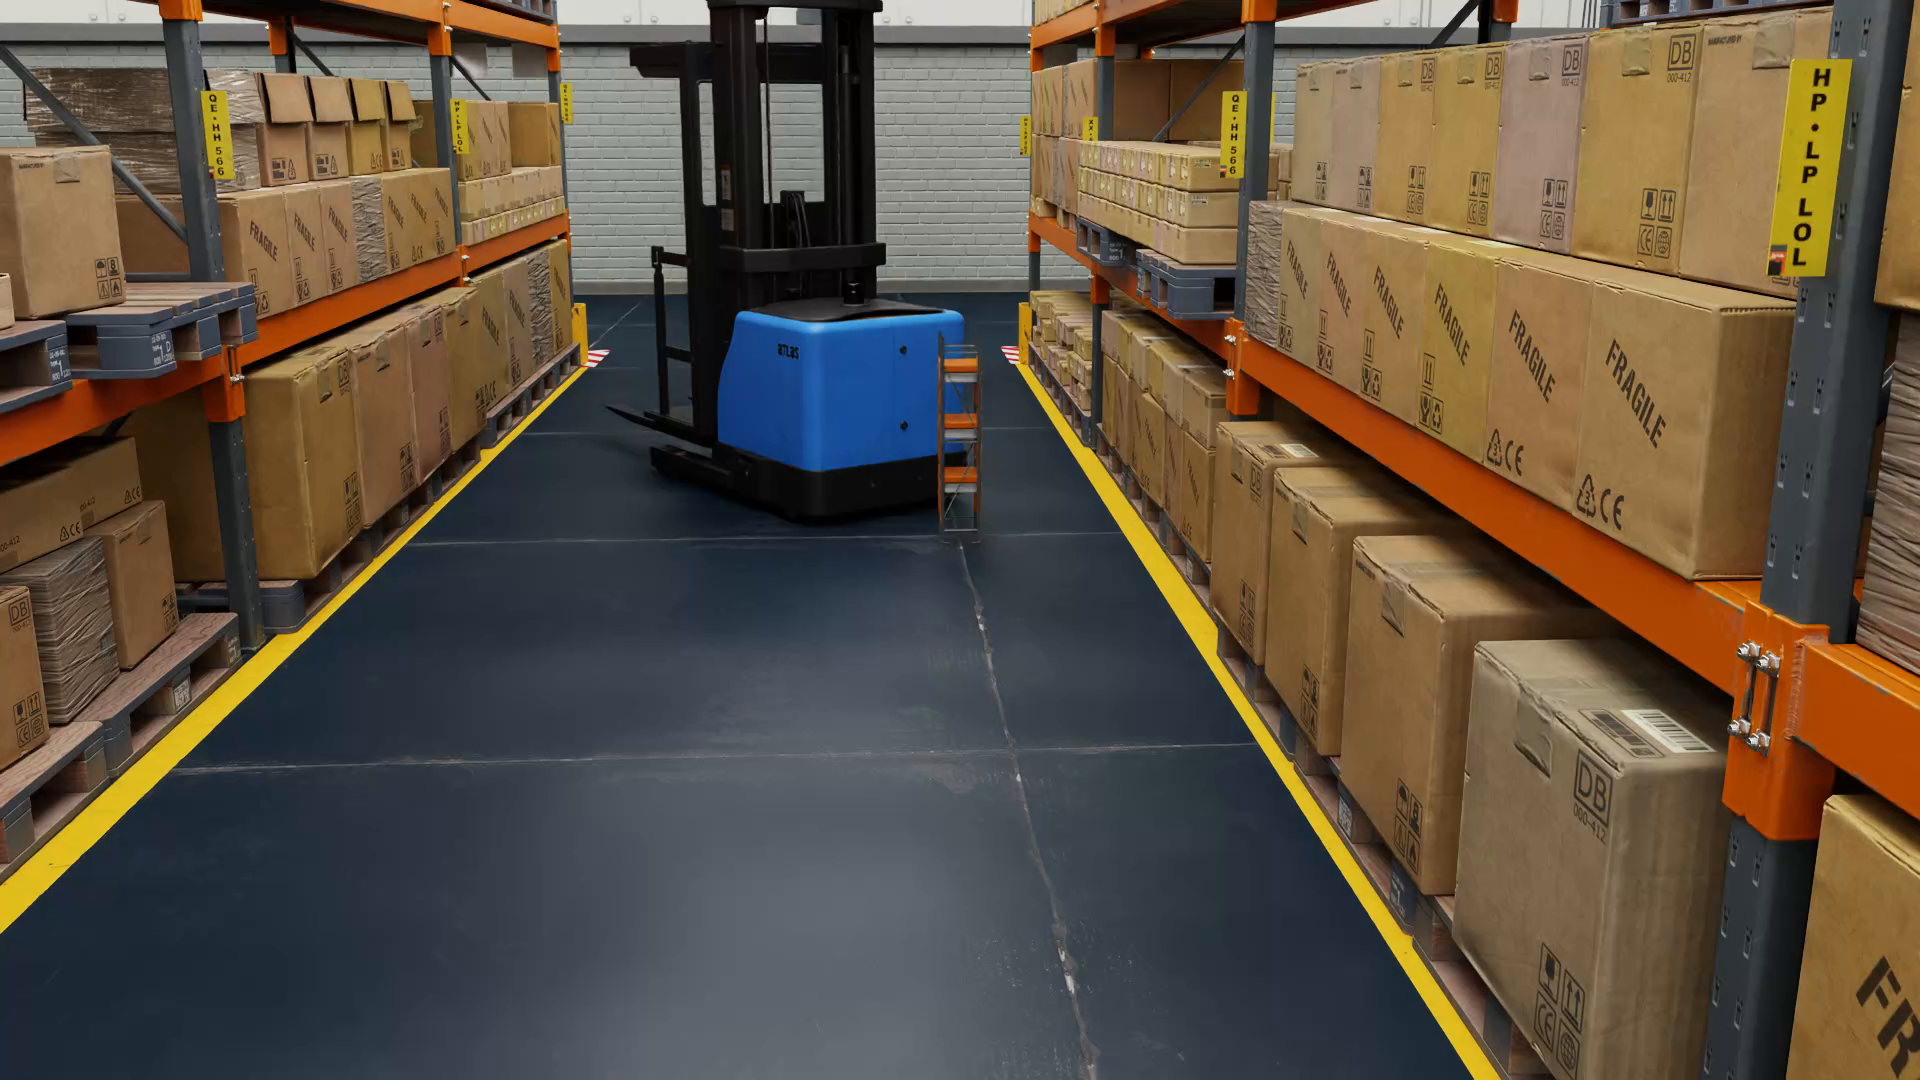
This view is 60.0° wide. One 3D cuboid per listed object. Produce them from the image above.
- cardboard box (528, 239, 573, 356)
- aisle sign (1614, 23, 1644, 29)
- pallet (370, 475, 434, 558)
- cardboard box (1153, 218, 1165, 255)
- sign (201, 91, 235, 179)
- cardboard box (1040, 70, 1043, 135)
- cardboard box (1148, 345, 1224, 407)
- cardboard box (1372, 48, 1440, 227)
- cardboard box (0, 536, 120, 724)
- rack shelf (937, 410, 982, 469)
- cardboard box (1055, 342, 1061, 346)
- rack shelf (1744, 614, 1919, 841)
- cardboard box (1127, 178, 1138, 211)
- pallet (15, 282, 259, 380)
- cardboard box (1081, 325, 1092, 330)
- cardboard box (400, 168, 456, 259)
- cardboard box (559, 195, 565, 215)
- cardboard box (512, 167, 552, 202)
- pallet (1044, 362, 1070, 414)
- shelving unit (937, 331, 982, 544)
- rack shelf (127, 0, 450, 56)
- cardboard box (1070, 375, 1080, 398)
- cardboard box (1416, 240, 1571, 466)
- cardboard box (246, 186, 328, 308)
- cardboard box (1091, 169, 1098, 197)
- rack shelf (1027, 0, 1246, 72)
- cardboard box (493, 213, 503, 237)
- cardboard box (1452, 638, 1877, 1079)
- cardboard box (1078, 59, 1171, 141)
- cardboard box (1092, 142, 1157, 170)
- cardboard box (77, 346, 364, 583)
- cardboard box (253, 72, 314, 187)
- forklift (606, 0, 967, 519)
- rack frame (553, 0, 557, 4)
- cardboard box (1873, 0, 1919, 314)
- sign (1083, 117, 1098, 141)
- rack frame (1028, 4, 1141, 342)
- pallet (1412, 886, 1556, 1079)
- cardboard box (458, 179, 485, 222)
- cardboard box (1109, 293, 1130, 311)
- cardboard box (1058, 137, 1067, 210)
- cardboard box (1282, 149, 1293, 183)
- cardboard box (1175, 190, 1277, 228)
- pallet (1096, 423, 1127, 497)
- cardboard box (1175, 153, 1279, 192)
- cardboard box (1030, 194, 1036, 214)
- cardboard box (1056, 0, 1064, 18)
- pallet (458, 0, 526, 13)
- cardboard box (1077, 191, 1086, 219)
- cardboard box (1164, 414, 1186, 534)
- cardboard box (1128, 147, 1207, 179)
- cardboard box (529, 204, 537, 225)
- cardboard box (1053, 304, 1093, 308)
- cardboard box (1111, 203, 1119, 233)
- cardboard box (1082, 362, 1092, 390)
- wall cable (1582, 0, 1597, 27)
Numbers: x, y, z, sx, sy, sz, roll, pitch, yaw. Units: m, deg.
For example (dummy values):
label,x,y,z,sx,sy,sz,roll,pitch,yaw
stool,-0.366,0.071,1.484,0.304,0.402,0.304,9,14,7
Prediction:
label,x,y,z,sx,sy,sz,roll,pitch,yaw
cardboard box,-3.733,-2.007,13.728,0.875,0.875,0.875,-1,14,-3
aisle sign,5.744,-4.416,14.453,0.394,0.787,0.004,-1,14,-3
pallet,-3.403,-0.150,8.687,1.003,0.211,1.213,-1,14,-3
cardboard box,1.080,-1.375,7.514,0.380,0.149,0.250,-1,14,-2
sign,-2.816,-1.534,6.304,0.100,0.325,0.005,-1,14,-3
cardboard box,0.905,-3.478,13.218,0.500,0.500,0.500,0,14,-2
cardboard box,1.238,-0.826,8.388,0.500,0.250,0.500,-1,14,-2
cardboard box,1.684,-1.220,5.041,0.700,0.500,0.500,-1,14,-4
cardboard box,-3.248,0.301,5.472,0.700,0.500,0.500,-2,15,-8
rack shelf,-0.003,-0.511,8.450,0.215,0.259,0.240,-1,14,-3
cardboard box,0.955,-1.477,13.125,0.380,0.149,0.250,-1,14,-3
rack shelf,1.971,0.788,0.887,1.077,0.370,4.000,-1,14,-3
cardboard box,1.033,-1.715,8.236,0.380,0.149,0.250,-1,14,-2
pallet,-3.207,-0.732,5.738,1.213,0.211,1.003,-1,14,-3
cardboard box,1.054,-1.433,11.761,0.380,0.149,0.250,0,14,-2
cardboard box,-3.303,-1.932,9.815,0.500,0.500,0.500,-1,14,-3
cardboard box,-3.502,-2.785,13.837,0.380,0.149,0.250,-1,14,-2
cardboard box,-3.527,-2.819,13.169,0.500,0.250,0.500,-1,14,-4
pallet,1.196,-1.167,12.640,1.003,0.211,1.213,-1,14,-3
shelving unit,-0.003,-0.522,8.447,0.215,1.050,0.252,-1,14,-3
rack shelf,-3.481,-2.603,8.046,1.077,0.370,4.000,-1,14,-3
cardboard box,0.974,-1.093,11.633,0.380,0.149,0.250,-1,14,-5
cardboard box,1.486,-0.483,4.183,0.500,0.500,0.500,-1,14,-3
cardboard box,-3.150,-1.303,7.369,0.500,0.500,0.500,-1,14,-5
cardboard box,0.952,-2.039,9.497,0.380,0.149,0.250,-1,14,-2
rack shelf,1.228,-3.649,12.112,1.077,0.370,4.000,-1,14,-3
cardboard box,-3.342,-2.149,11.363,0.380,0.149,0.250,-1,14,-5
cardboard box,1.719,0.676,3.553,1.050,0.750,0.750,-1,14,-4
cardboard box,1.053,-2.837,10.727,0.500,0.500,0.500,-1,14,-5
cardboard box,0.954,-2.179,9.443,0.380,0.149,0.250,-1,14,-3
cardboard box,-3.379,-0.347,7.278,1.225,0.875,0.875,-2,15,-6
cardboard box,-3.424,-1.879,7.597,0.797,0.503,0.637,-1,14,-2
forklift,-1.223,-1.847,9.821,1.130,2.935,3.031,-10,18,-34
rack frame,-3.853,-5.896,13.382,1.000,3.000,0.127,-1,14,-3
cardboard box,1.836,-0.561,2.219,0.875,0.550,0.550,-1,14,-3
sign,0.811,-2.456,10.315,0.100,0.325,0.005,-1,14,-3
rack frame,1.104,-3.042,14.330,1.000,3.000,0.127,-1,14,-3
pallet,1.725,1.102,3.819,1.003,0.211,1.213,-1,14,-3
cardboard box,-3.373,-2.188,10.715,0.500,0.250,0.500,-1,14,-4
cardboard box,1.348,-1.962,13.816,0.380,0.149,0.250,-1,14,-2
cardboard box,0.979,-2.608,11.847,0.500,0.500,0.500,-1,14,-4
cardboard box,1.719,-1.734,7.713,0.380,0.149,0.250,-1,15,-6
cardboard box,1.115,-1.394,6.989,0.380,0.149,0.250,-1,14,-2
pallet,1.402,-0.503,10.058,1.003,0.211,1.213,-1,14,-3
cardboard box,1.112,-1.537,6.948,0.380,0.149,0.250,-1,15,-6
cardboard box,0.797,-2.835,14.028,0.380,0.149,0.250,-1,14,-4
cardboard box,0.971,-3.919,12.019,0.500,0.250,0.500,-1,14,-4
pallet,-3.718,-3.912,11.869,1.003,0.211,1.213,-1,14,-3
cardboard box,0.917,-2.024,10.034,0.380,0.149,0.250,-2,15,-6
cardboard box,1.270,-0.334,7.979,0.500,0.500,0.500,0,14,-1
cardboard box,1.034,-1.859,8.198,0.380,0.149,0.250,0,14,-1
cardboard box,-3.421,-2.467,12.599,0.380,0.149,0.250,-1,14,-3
cardboard box,0.928,-1.756,13.018,0.380,0.149,0.250,0,14,-1
cardboard box,1.003,-1.699,8.772,0.380,0.149,0.250,-1,14,-4
cardboard box,1.015,-1.087,11.015,0.380,0.149,0.250,-1,14,-2
wall cable,8.938,-7.522,19.627,2.988,3.039,0.133,-1,14,-3
